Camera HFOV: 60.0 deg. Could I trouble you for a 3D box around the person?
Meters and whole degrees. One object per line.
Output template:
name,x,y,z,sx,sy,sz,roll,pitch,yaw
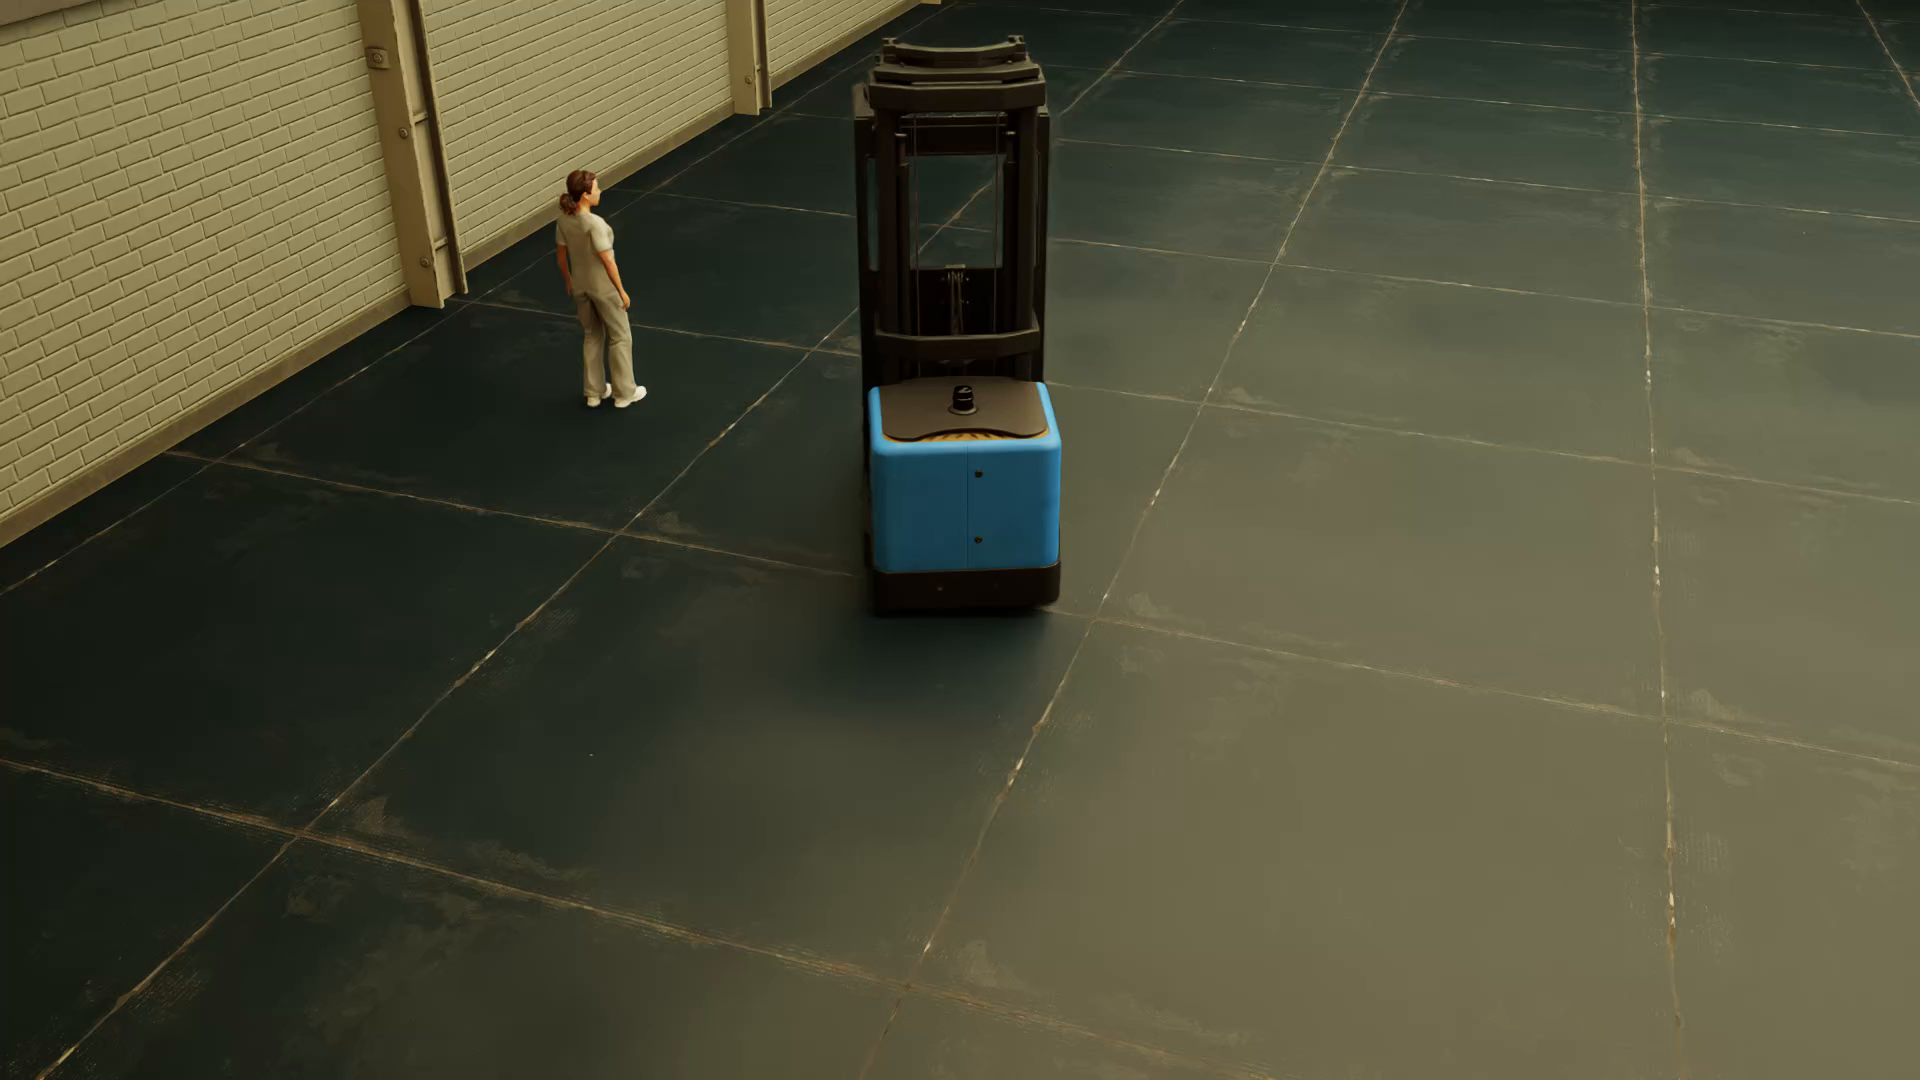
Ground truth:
person,-2.390,-1.719,11.470,0.513,1.656,0.556,-8,31,-14

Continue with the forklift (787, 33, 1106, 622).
forklift,-0.259,-1.531,9.822,1.130,2.935,3.031,-13,32,-21
